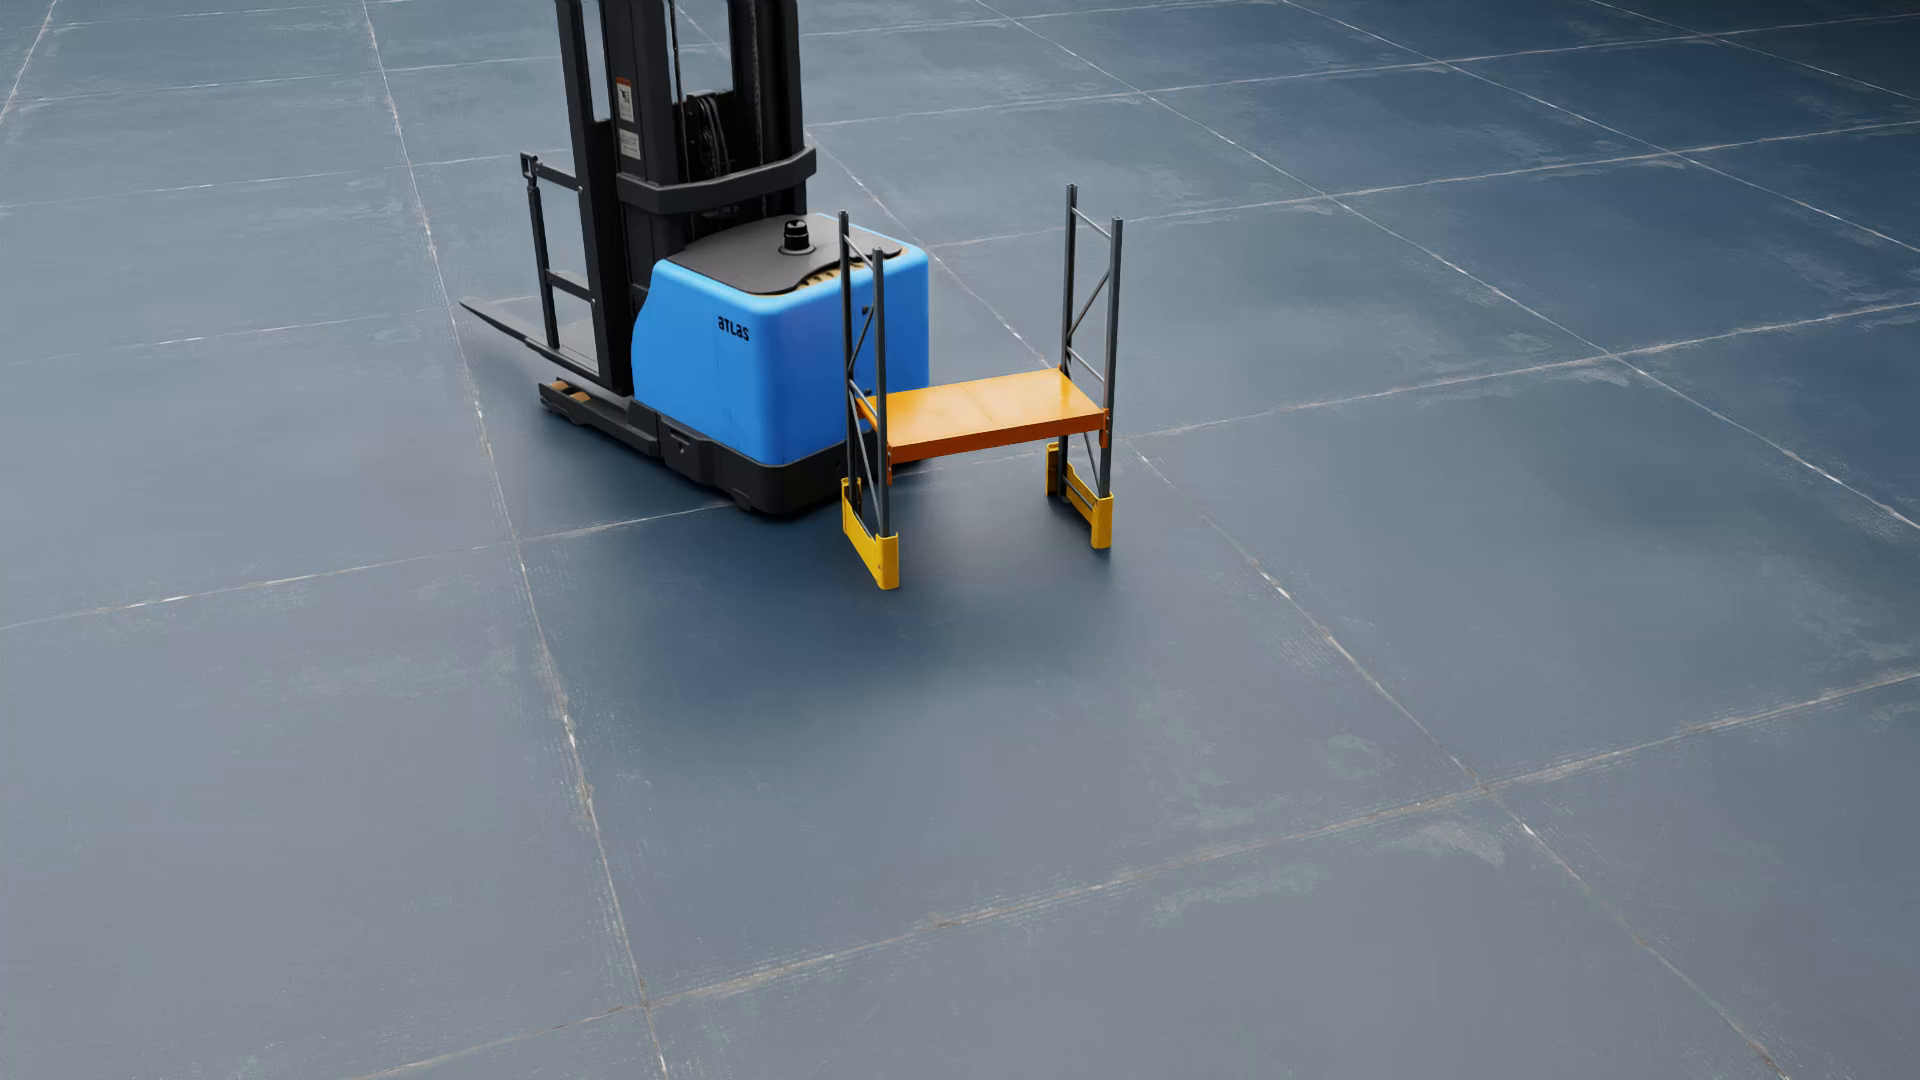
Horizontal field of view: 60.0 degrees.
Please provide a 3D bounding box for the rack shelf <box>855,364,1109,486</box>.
[{"bbox_3d":[0.080,-0.510,7.202,1.000,0.185,0.538,-10,31,-18],"label":"rack shelf"}]

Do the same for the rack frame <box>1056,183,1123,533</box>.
[{"bbox_3d":[0.556,-0.754,7.267,0.032,1.500,0.500,-10,31,-18],"label":"rack frame"}]

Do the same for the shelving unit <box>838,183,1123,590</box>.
[{"bbox_3d":[0.071,-0.665,7.110,1.083,1.500,0.587,-10,31,-18],"label":"shelving unit"}]

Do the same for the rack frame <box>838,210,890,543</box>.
[{"bbox_3d":[-0.396,-0.579,6.959,0.032,1.500,0.500,-10,31,-18],"label":"rack frame"}]

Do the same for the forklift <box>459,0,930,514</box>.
[{"bbox_3d":[-1.527,-2.021,8.045,1.130,2.935,3.031,-26,39,-38],"label":"forklift"}]

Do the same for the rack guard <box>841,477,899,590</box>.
[{"bbox_3d":[-0.395,-0.036,7.269,0.087,0.250,0.587,-10,31,-18],"label":"rack guard"}]

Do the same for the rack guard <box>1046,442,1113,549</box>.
[{"bbox_3d":[0.538,-0.208,7.571,0.087,0.250,0.587,-10,31,-18],"label":"rack guard"}]
